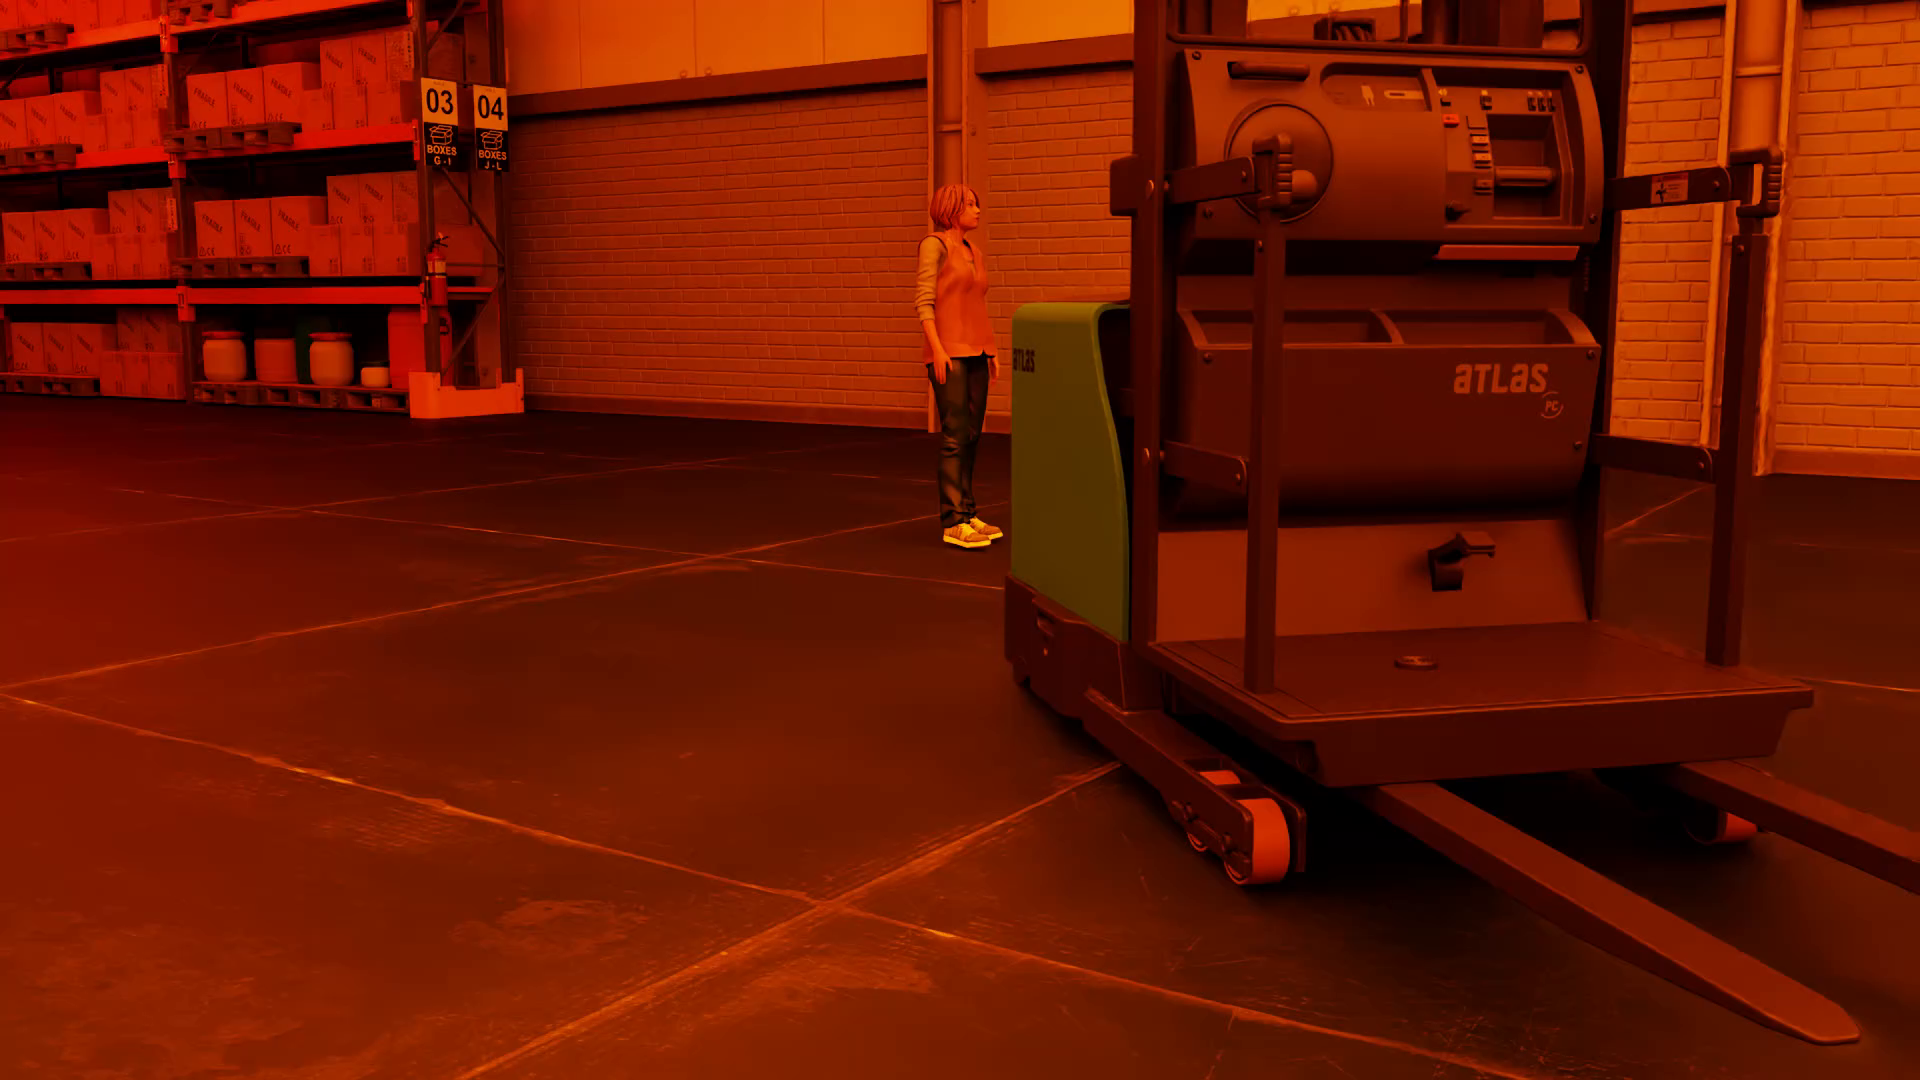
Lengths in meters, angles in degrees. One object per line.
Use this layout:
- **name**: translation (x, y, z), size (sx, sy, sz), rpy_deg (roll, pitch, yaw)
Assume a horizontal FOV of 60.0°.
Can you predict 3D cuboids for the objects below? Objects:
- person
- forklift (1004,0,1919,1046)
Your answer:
- **person**: translation (0.052, -0.790, 7.435), size (0.473, 1.599, 0.514), rpy_deg (5, 10, 34)
- **forklift**: translation (0.969, -0.867, 3.287), size (1.130, 2.935, 3.031), rpy_deg (-2, 8, -13)
